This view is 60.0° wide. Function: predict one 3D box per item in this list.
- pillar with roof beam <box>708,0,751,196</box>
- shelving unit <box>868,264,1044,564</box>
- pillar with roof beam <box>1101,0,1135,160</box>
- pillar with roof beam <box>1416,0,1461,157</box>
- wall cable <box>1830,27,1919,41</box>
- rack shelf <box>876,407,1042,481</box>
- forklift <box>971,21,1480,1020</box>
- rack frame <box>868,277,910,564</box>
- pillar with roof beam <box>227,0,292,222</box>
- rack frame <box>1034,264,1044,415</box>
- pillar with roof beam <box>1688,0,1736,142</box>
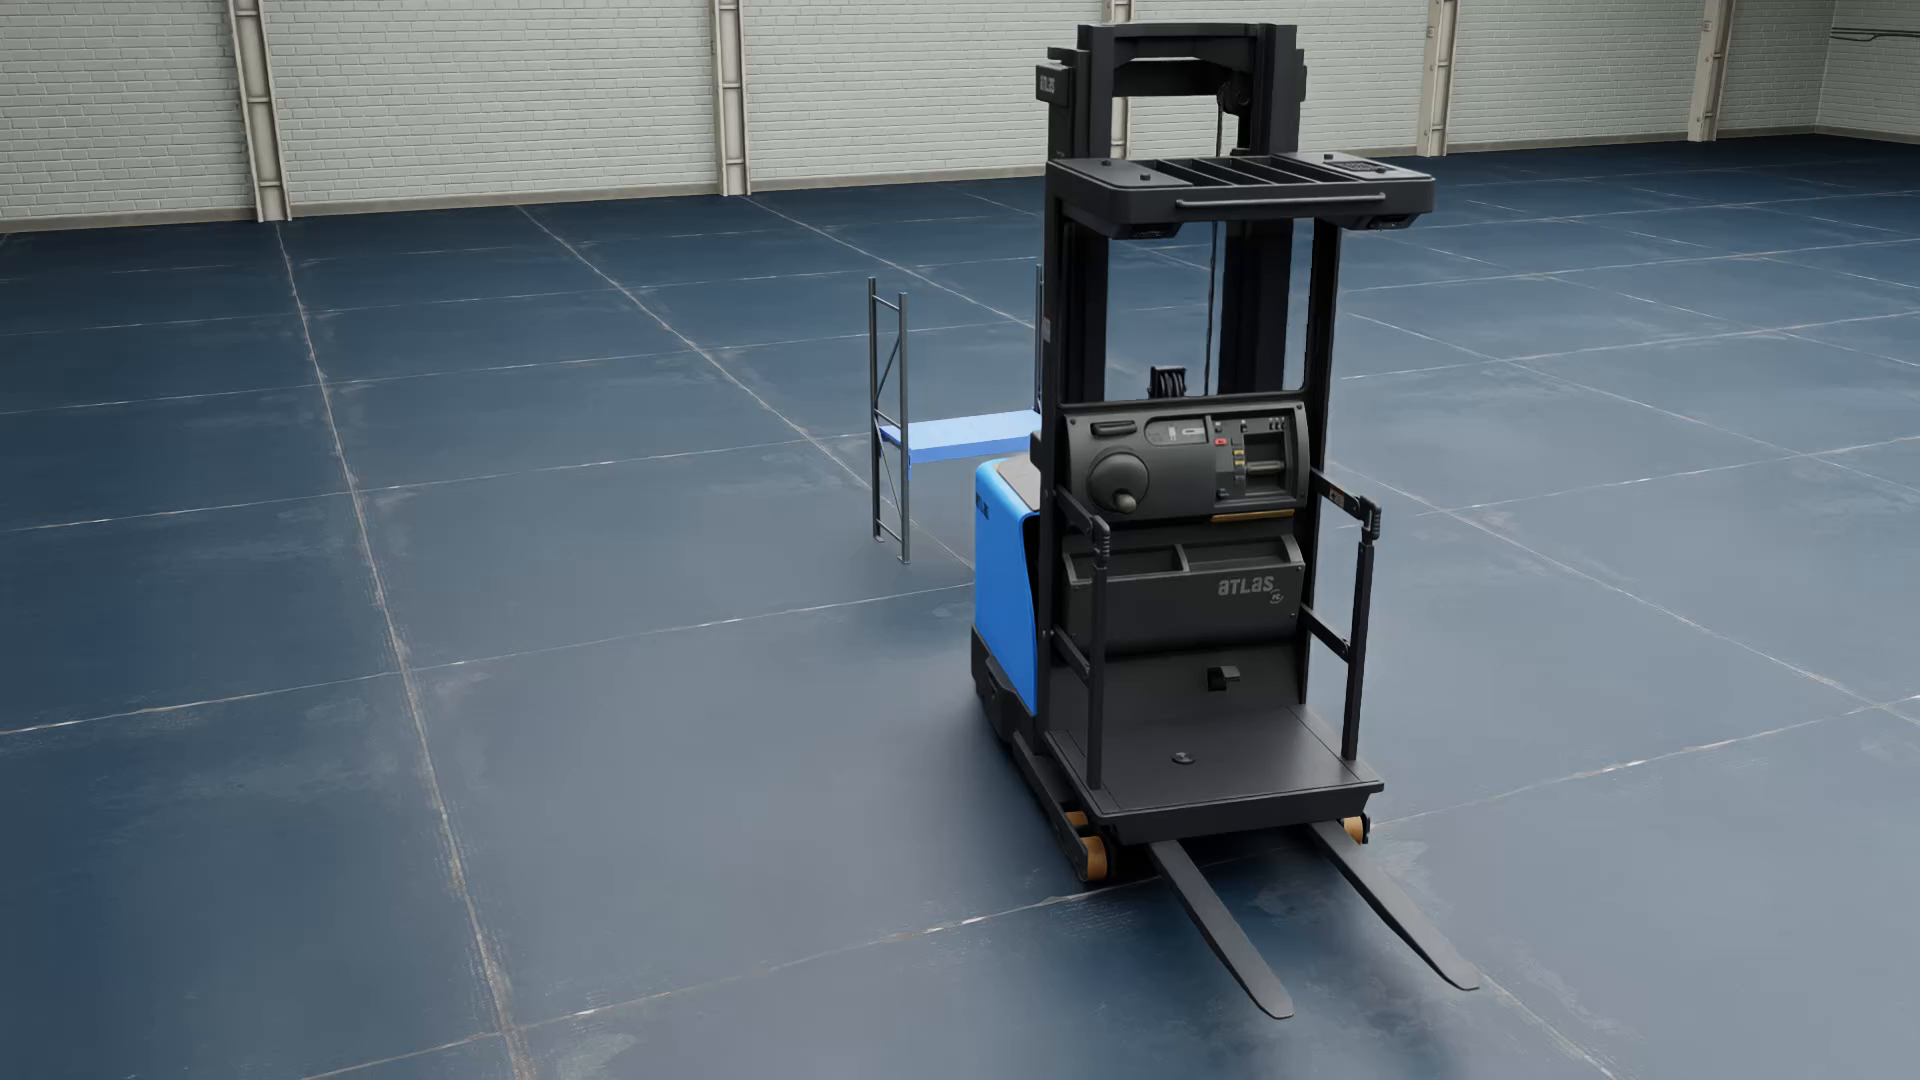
[{"bbox_3d":[-1.455,-7.776,18.058,0.400,9.000,9.100,-8,21,-22],"label":"pillar with roof beam"},{"bbox_3d":[0.078,-0.719,9.305,1.048,1.500,0.538,-8,21,-22],"label":"shelving unit"},{"bbox_3d":[4.055,-8.566,20.300,0.400,9.000,9.100,-8,21,-22],"label":"pillar with roof beam"},{"bbox_3d":[9.564,-9.355,22.541,0.400,9.000,9.100,-8,21,-22],"label":"pillar with roof beam"},{"bbox_3d":[16.597,-9.977,28.983,0.112,2.526,3.097,-8,21,-22],"label":"wall cable"},{"bbox_3d":[0.078,-0.549,9.365,1.000,0.185,0.538,-8,21,-22],"label":"rack shelf"},{"bbox_3d":[0.894,-0.285,5.920,1.130,2.935,3.031,-5,20,-13],"label":"forklift"},{"bbox_3d":[-0.388,-0.652,9.115,0.032,1.500,0.500,-8,21,-22],"label":"rack frame"},{"bbox_3d":[-6.964,-6.987,15.816,0.400,9.000,9.100,-8,21,-22],"label":"pillar with roof beam"},{"bbox_3d":[0.545,-0.786,9.495,0.032,1.500,0.500,-8,21,-22],"label":"rack frame"},{"bbox_3d":[15.073,-10.144,24.783,0.400,9.000,9.100,-8,21,-22],"label":"pillar with roof beam"}]
